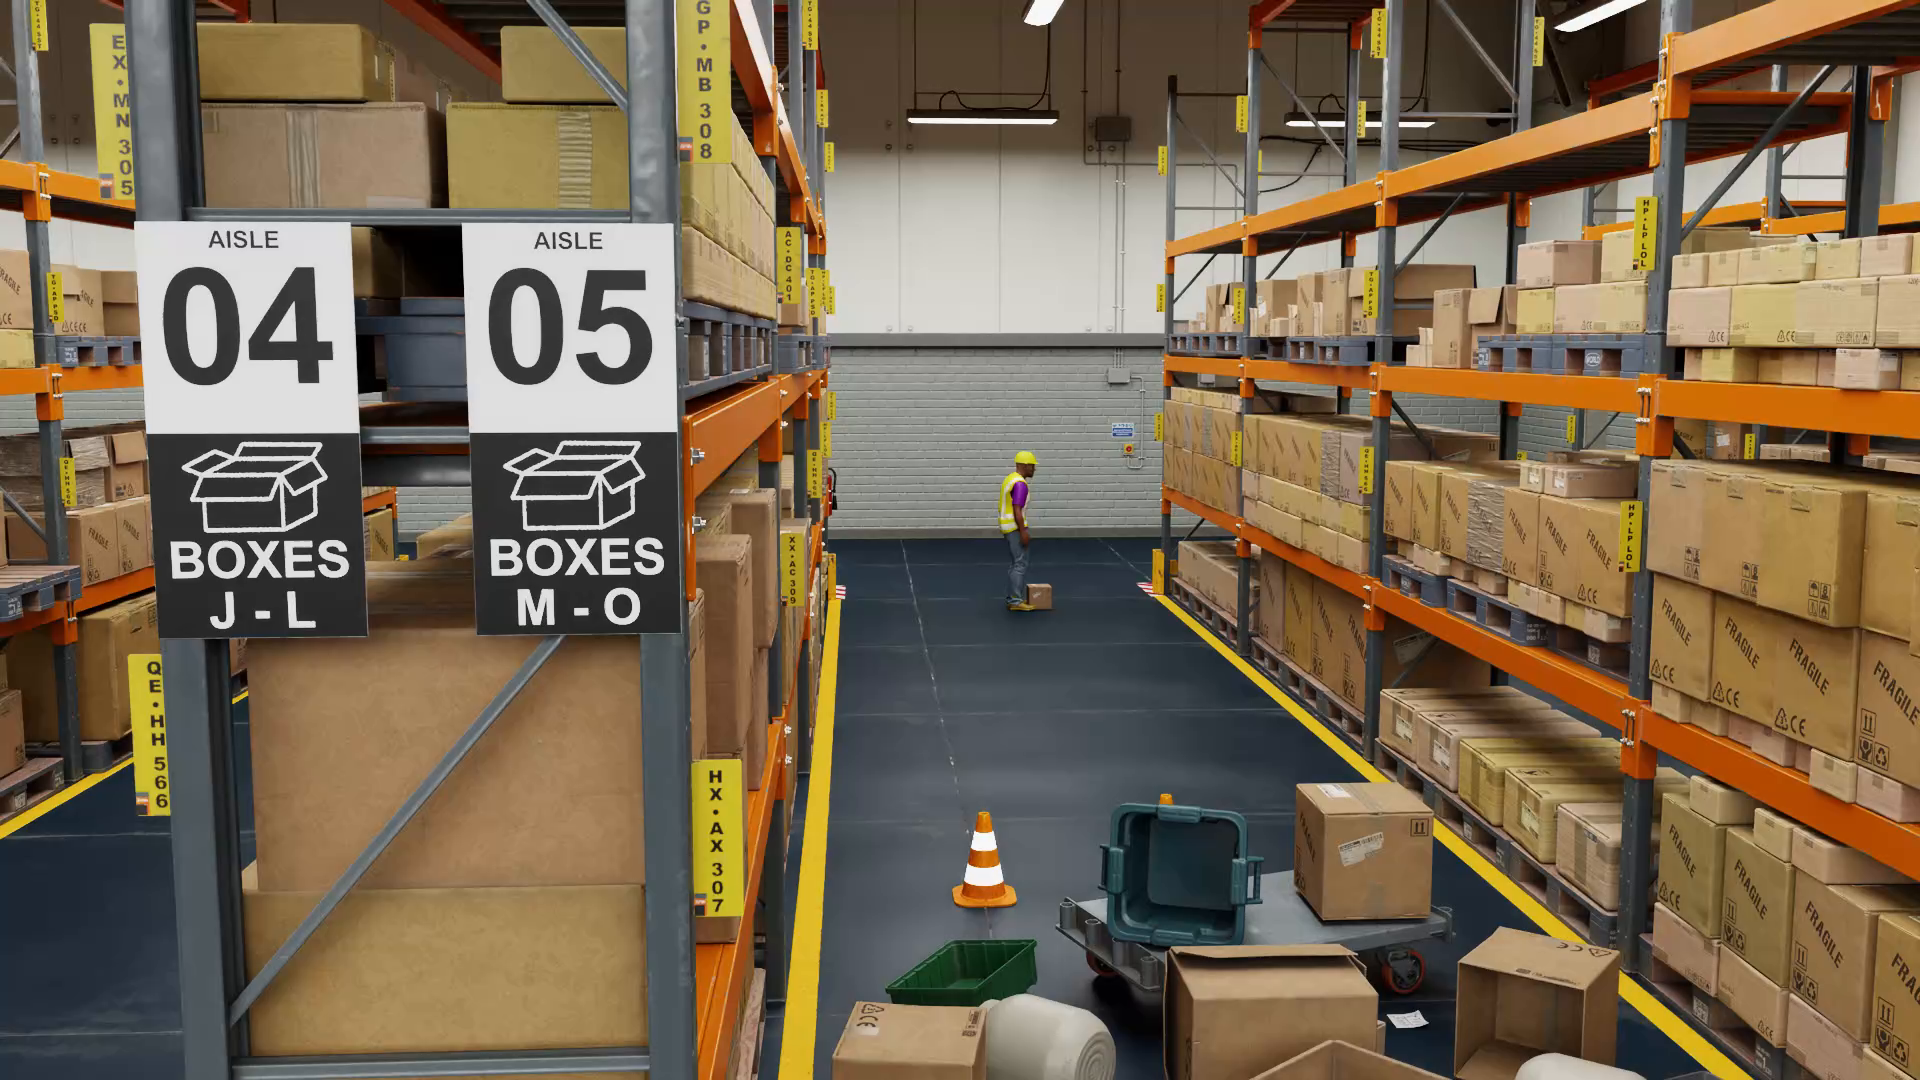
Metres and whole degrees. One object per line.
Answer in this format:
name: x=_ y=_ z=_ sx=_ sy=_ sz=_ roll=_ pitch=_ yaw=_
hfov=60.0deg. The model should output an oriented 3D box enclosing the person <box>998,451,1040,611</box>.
person: x=0.666 y=-0.110 z=18.589 sx=0.463 sy=1.760 sz=0.634 roll=-1 pitch=7 yaw=-5
